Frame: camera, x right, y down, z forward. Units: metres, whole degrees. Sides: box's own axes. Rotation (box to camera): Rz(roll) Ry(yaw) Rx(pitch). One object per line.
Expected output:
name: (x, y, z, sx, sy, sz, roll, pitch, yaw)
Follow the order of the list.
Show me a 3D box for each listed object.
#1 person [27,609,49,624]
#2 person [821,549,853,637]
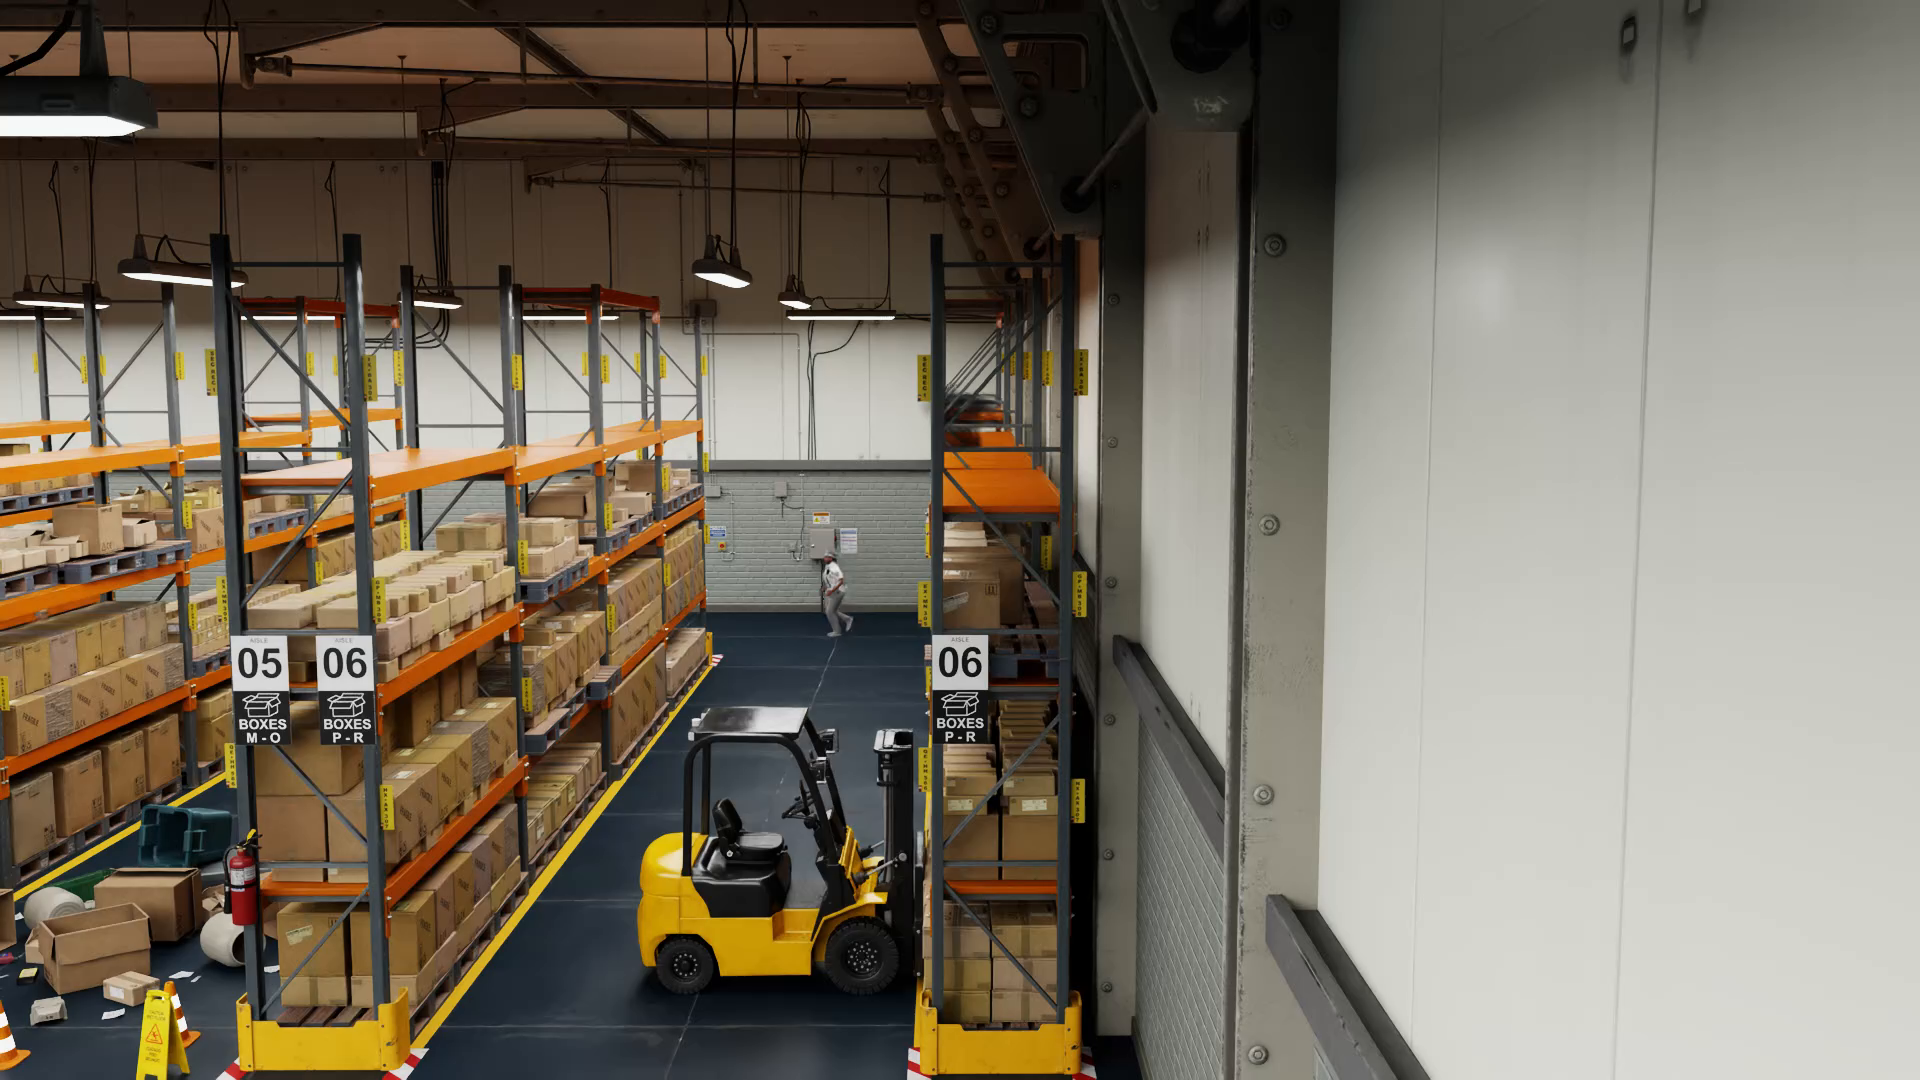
person: (-12.950, 1.751, 23.564, 0.677, 1.685, 0.636, -2, 7, -14)
person: (-2.253, 0.969, 30.792, 0.593, 1.631, 0.573, -2, 7, -19)
